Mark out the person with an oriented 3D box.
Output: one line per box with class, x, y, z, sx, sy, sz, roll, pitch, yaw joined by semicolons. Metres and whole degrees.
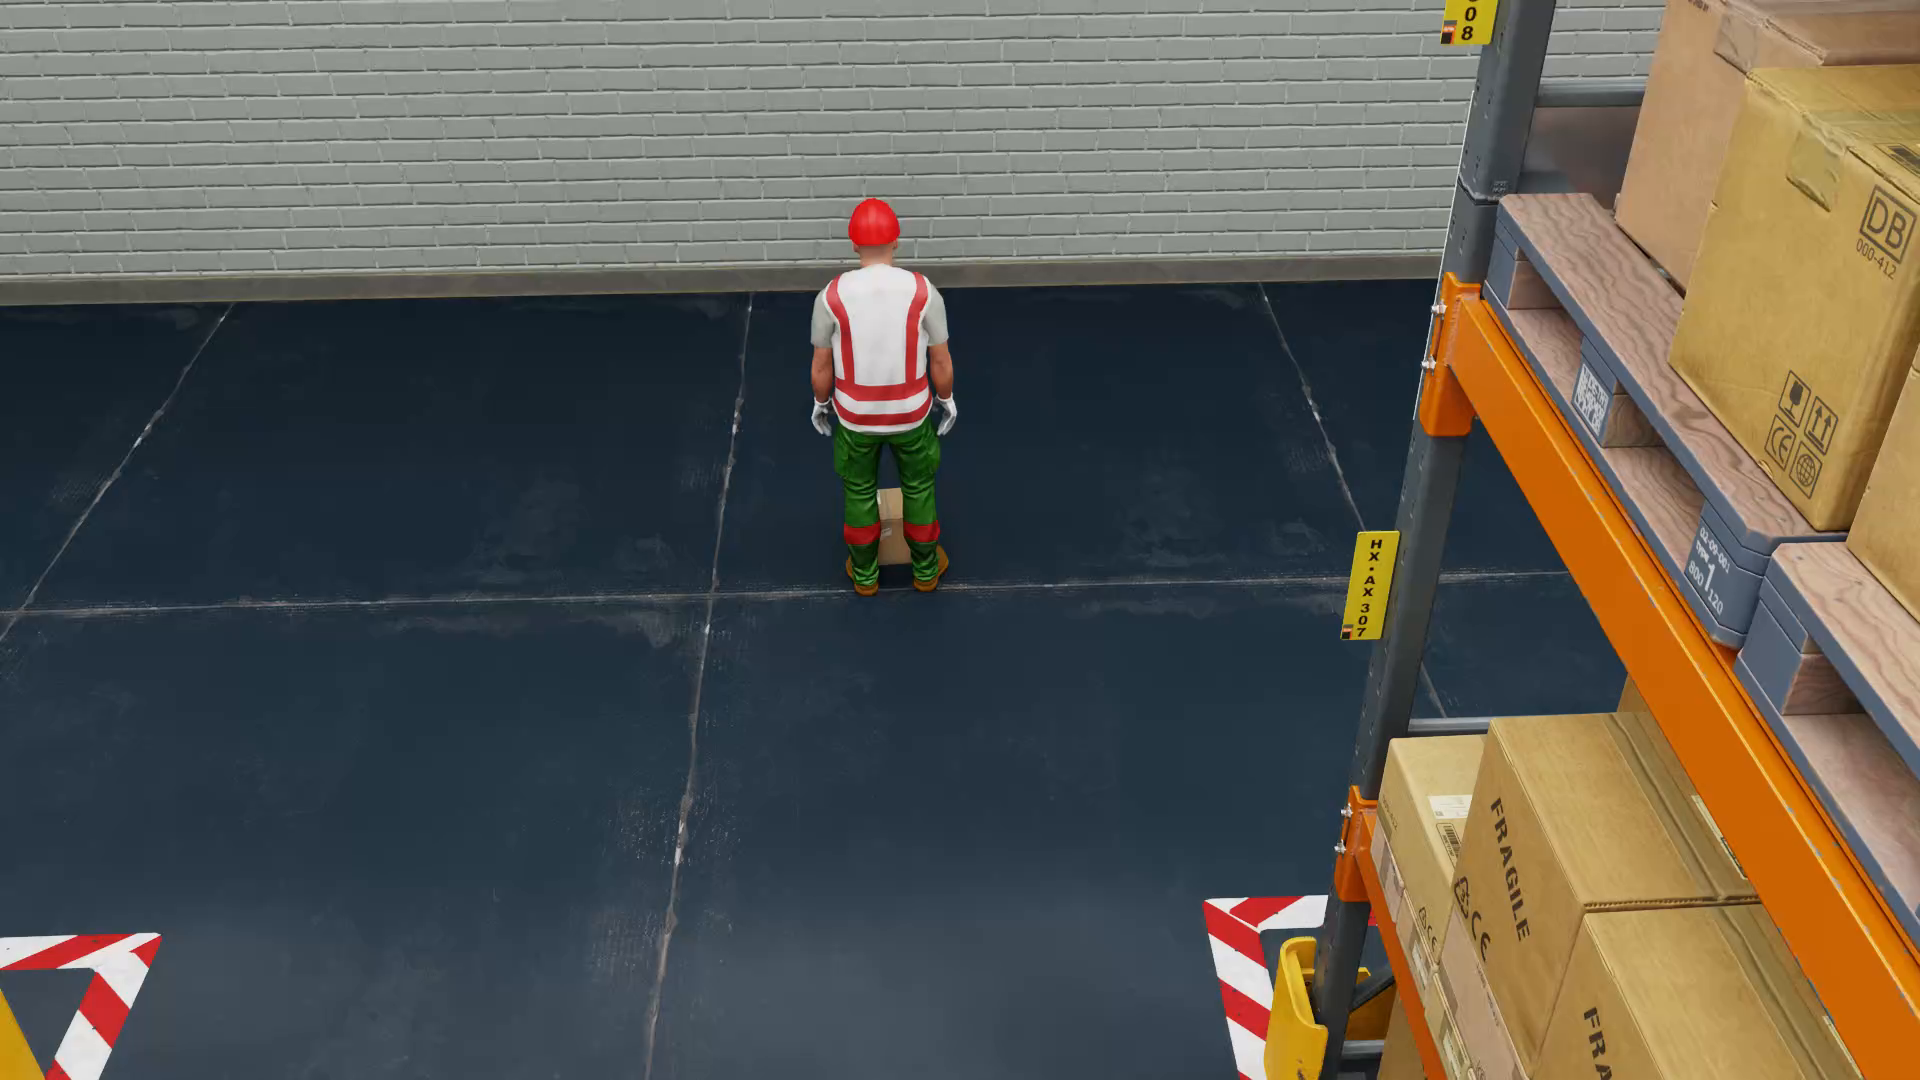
person;-0.316;-0.556;6.927;0.610;1.780;0.448;-1;35;-2
